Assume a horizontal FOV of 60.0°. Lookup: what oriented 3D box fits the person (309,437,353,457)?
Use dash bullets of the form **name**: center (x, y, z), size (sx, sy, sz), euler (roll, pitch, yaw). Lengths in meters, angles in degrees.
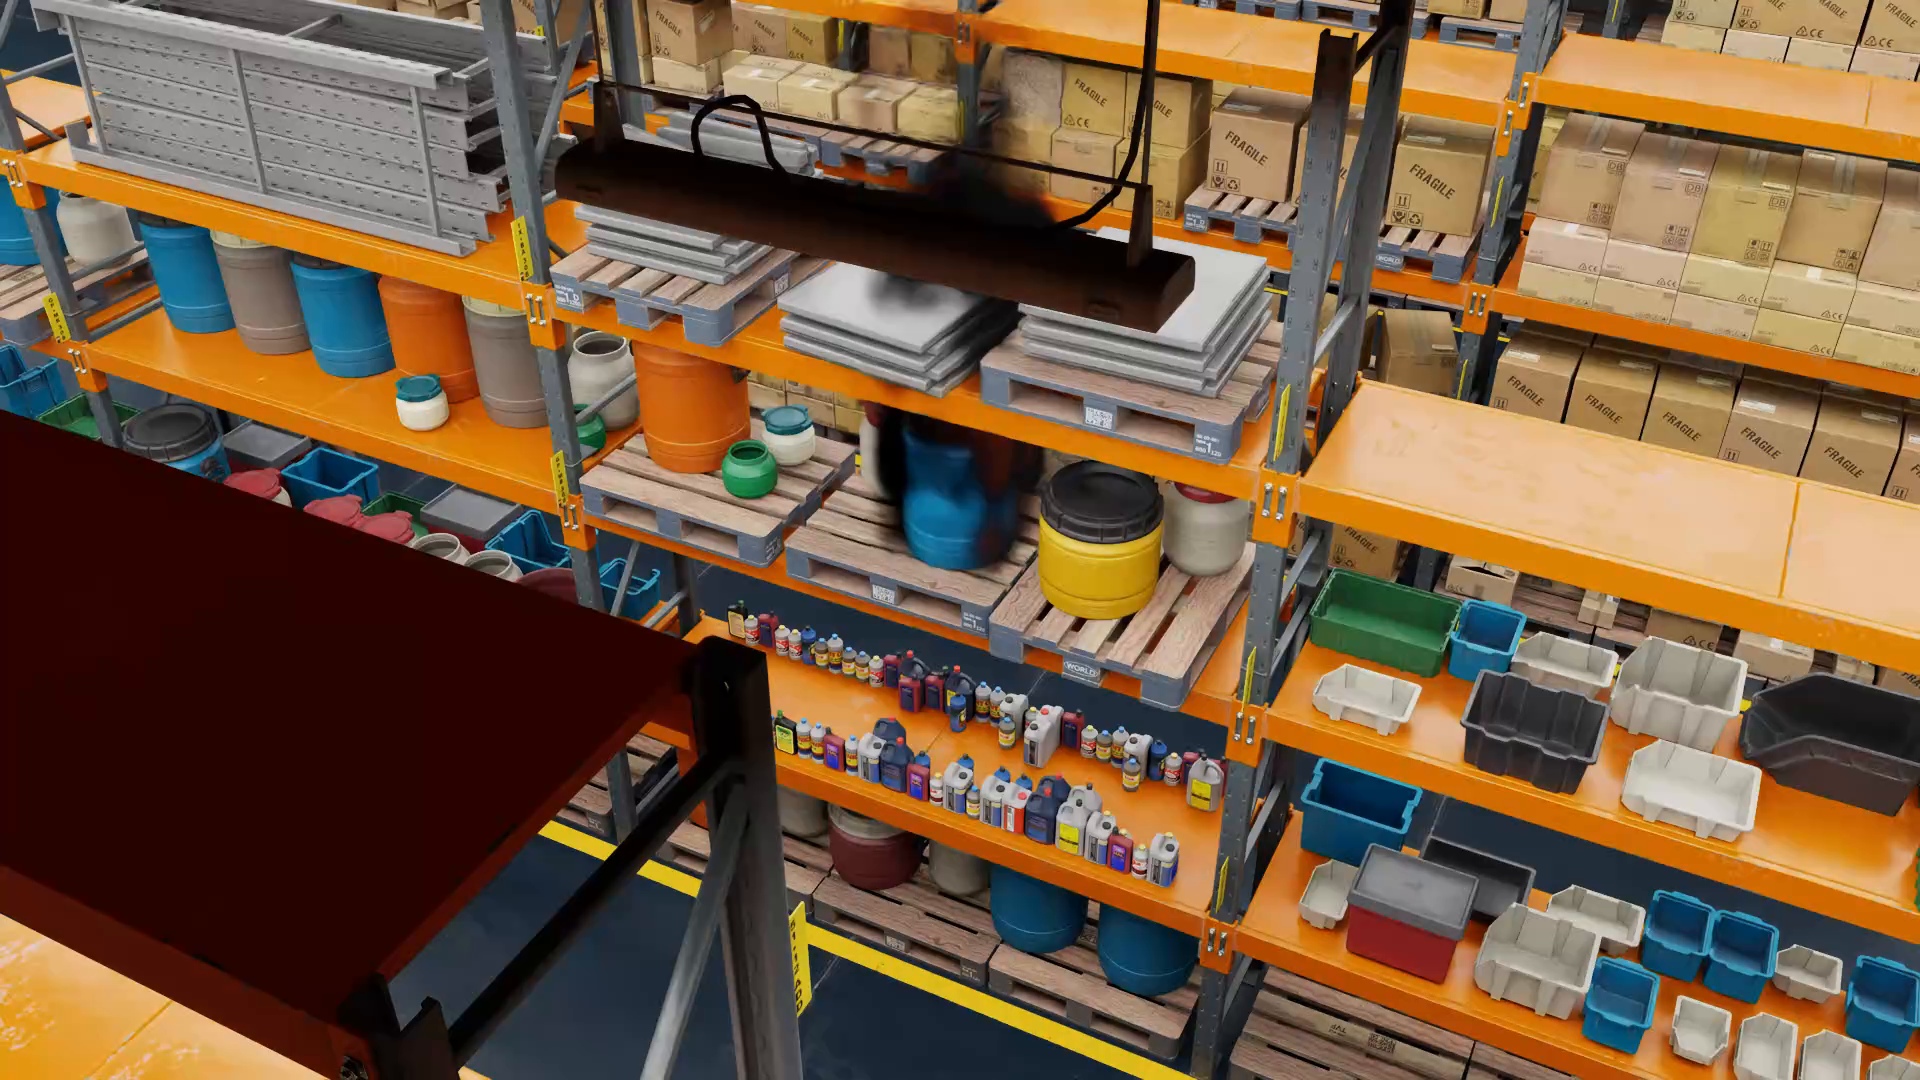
- **person**: center (-5.263, -0.874, 13.734), size (0.701, 1.315, 0.503), euler (29, 44, 35)
